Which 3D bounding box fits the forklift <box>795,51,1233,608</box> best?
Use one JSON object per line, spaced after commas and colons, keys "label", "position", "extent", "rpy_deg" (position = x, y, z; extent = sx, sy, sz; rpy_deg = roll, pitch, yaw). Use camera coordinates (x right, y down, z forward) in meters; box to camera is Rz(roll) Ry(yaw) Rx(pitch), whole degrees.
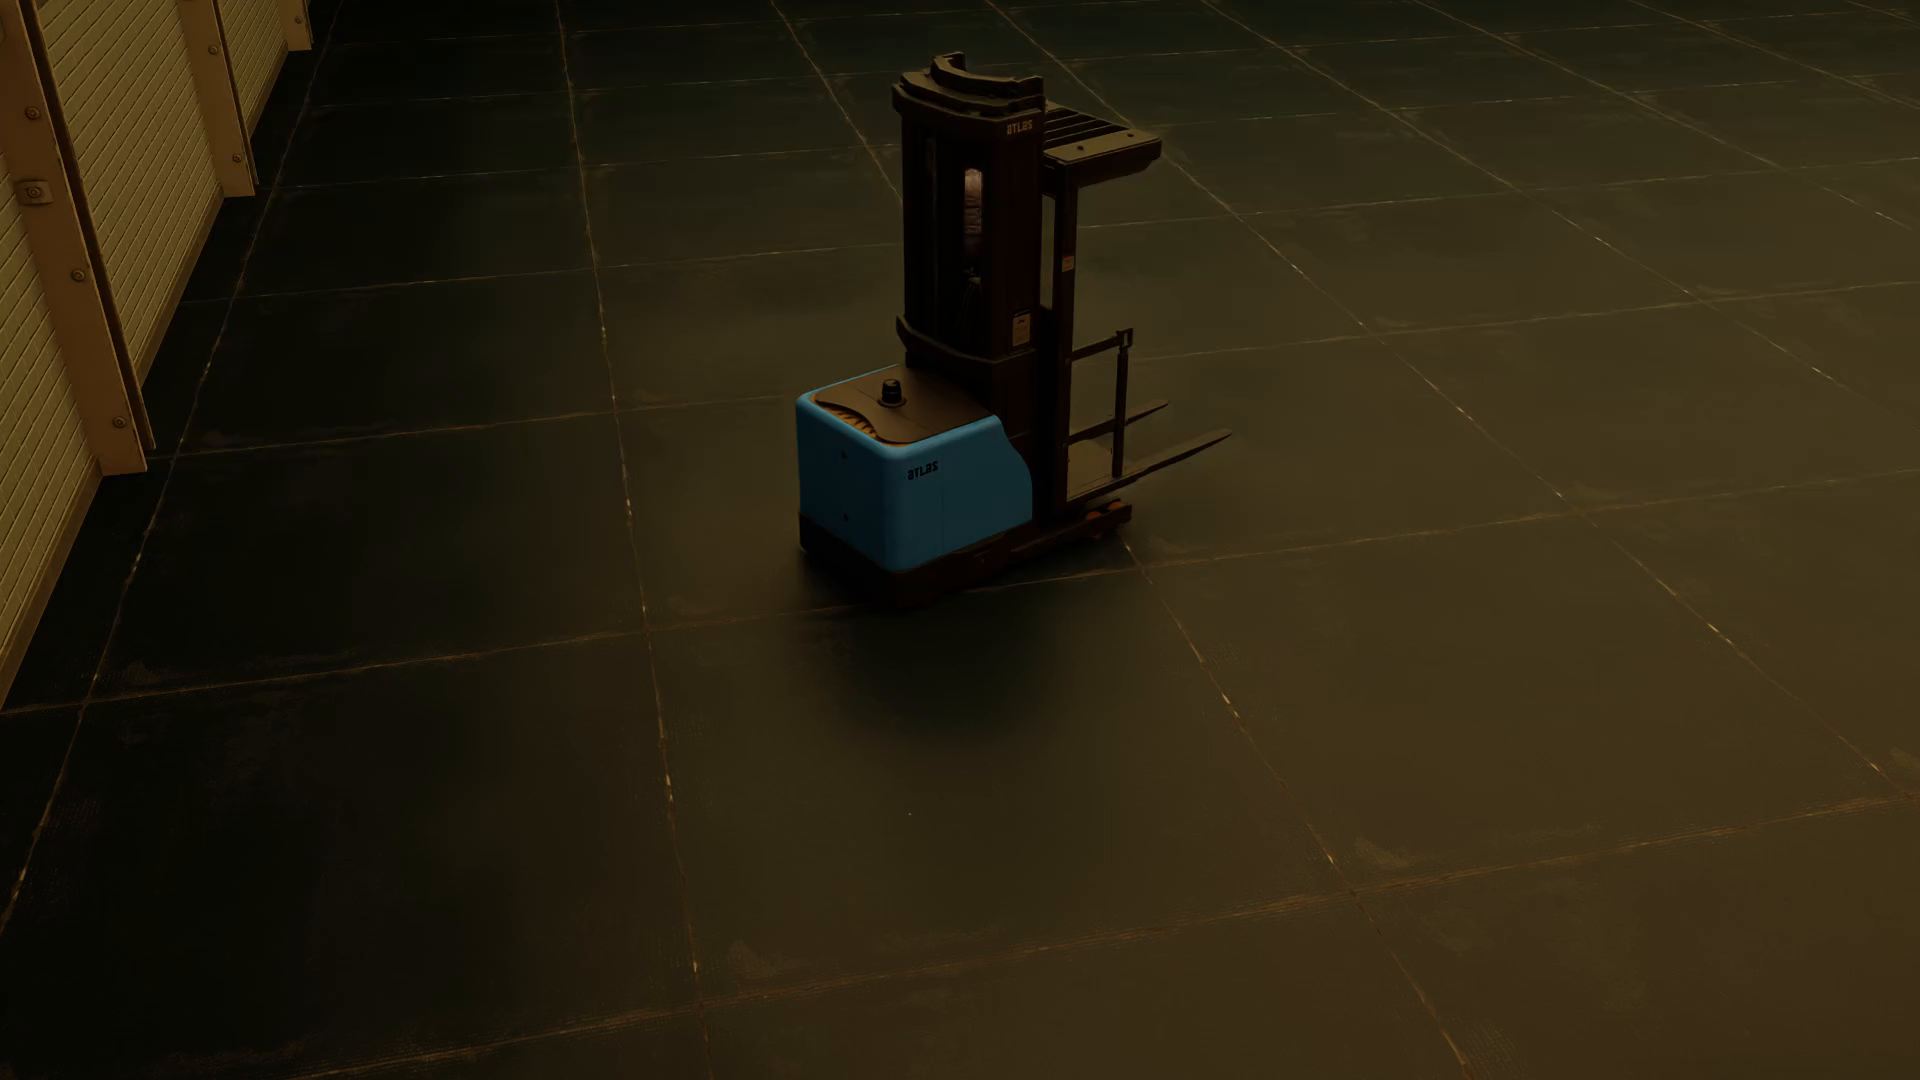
{"label": "forklift", "position": [0.471, -1.468, 10.110], "extent": [3.031, 2.935, 1.130], "rpy_deg": [-22, 37, -33]}

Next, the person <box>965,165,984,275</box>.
{"label": "person", "position": [0.113, -2.245, 12.758], "extent": [0.689, 1.632, 0.508], "rpy_deg": [-10, 32, -17]}
